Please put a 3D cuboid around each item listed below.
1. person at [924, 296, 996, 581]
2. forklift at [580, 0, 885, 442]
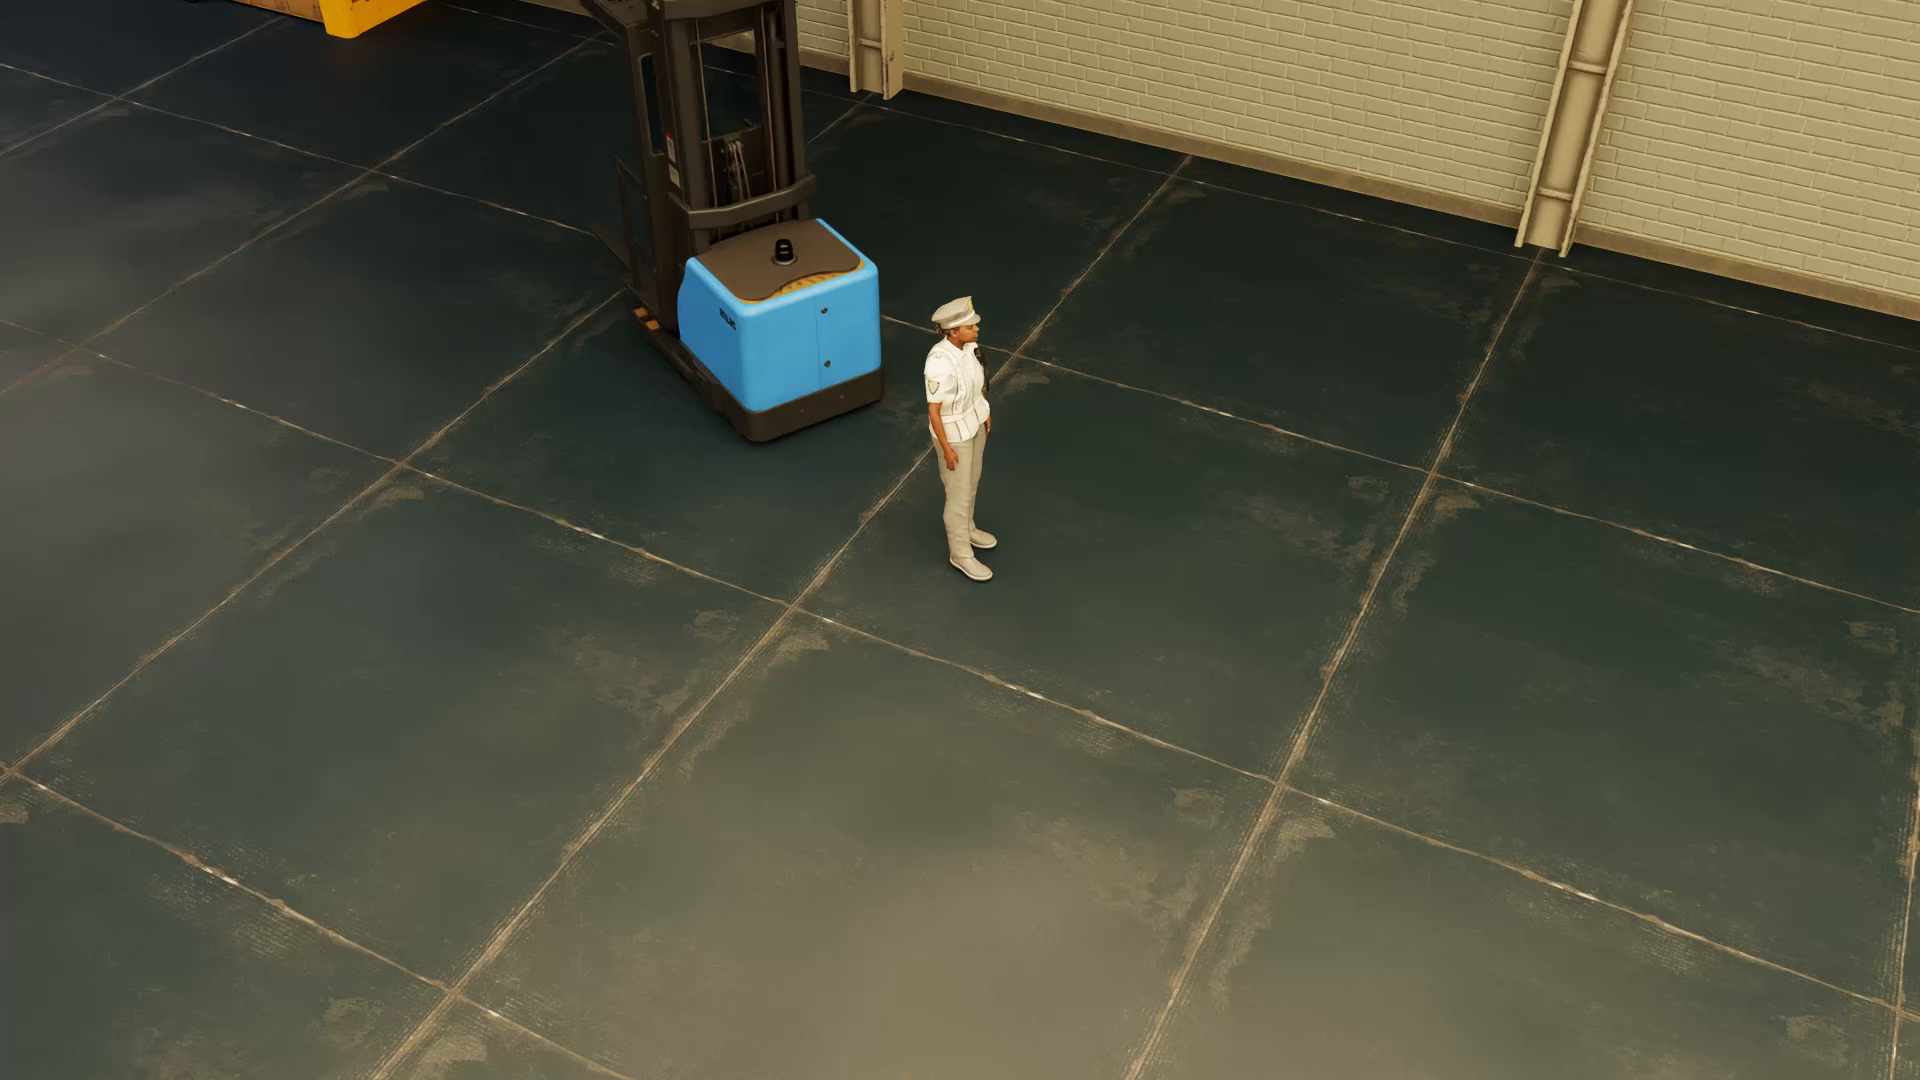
[{"bbox_3d":[0.058,-0.620,9.671,0.528,1.695,0.569,18,43,21],"label":"person"},{"bbox_3d":[-1.739,-2.682,11.171,1.130,2.935,3.031,-23,45,-25],"label":"forklift"}]
